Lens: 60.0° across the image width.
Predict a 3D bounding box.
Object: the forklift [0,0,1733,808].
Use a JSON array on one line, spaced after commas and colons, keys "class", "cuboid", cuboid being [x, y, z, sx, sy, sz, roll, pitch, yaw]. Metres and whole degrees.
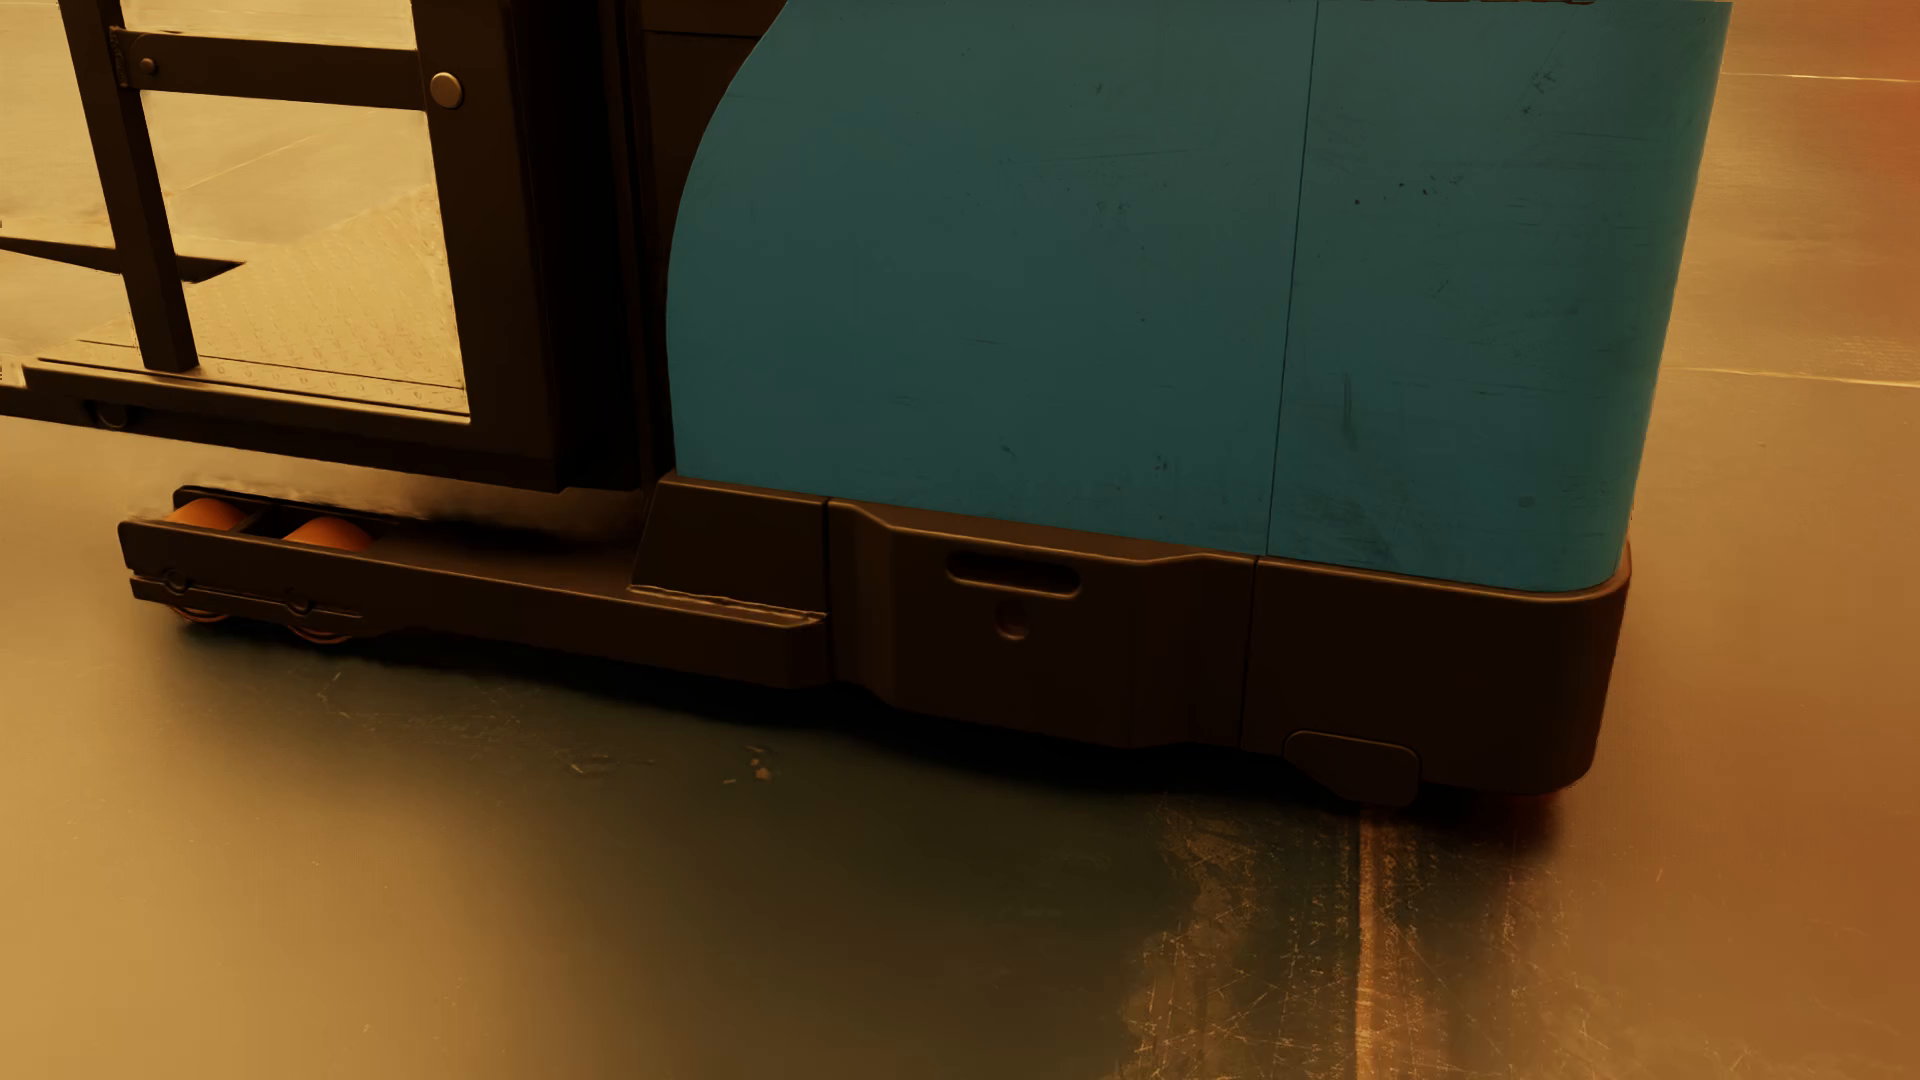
[{"class": "forklift", "cuboid": [-0.613, -1.386, 1.993, 3.031, 2.935, 1.130, 8, 28, 15]}]
